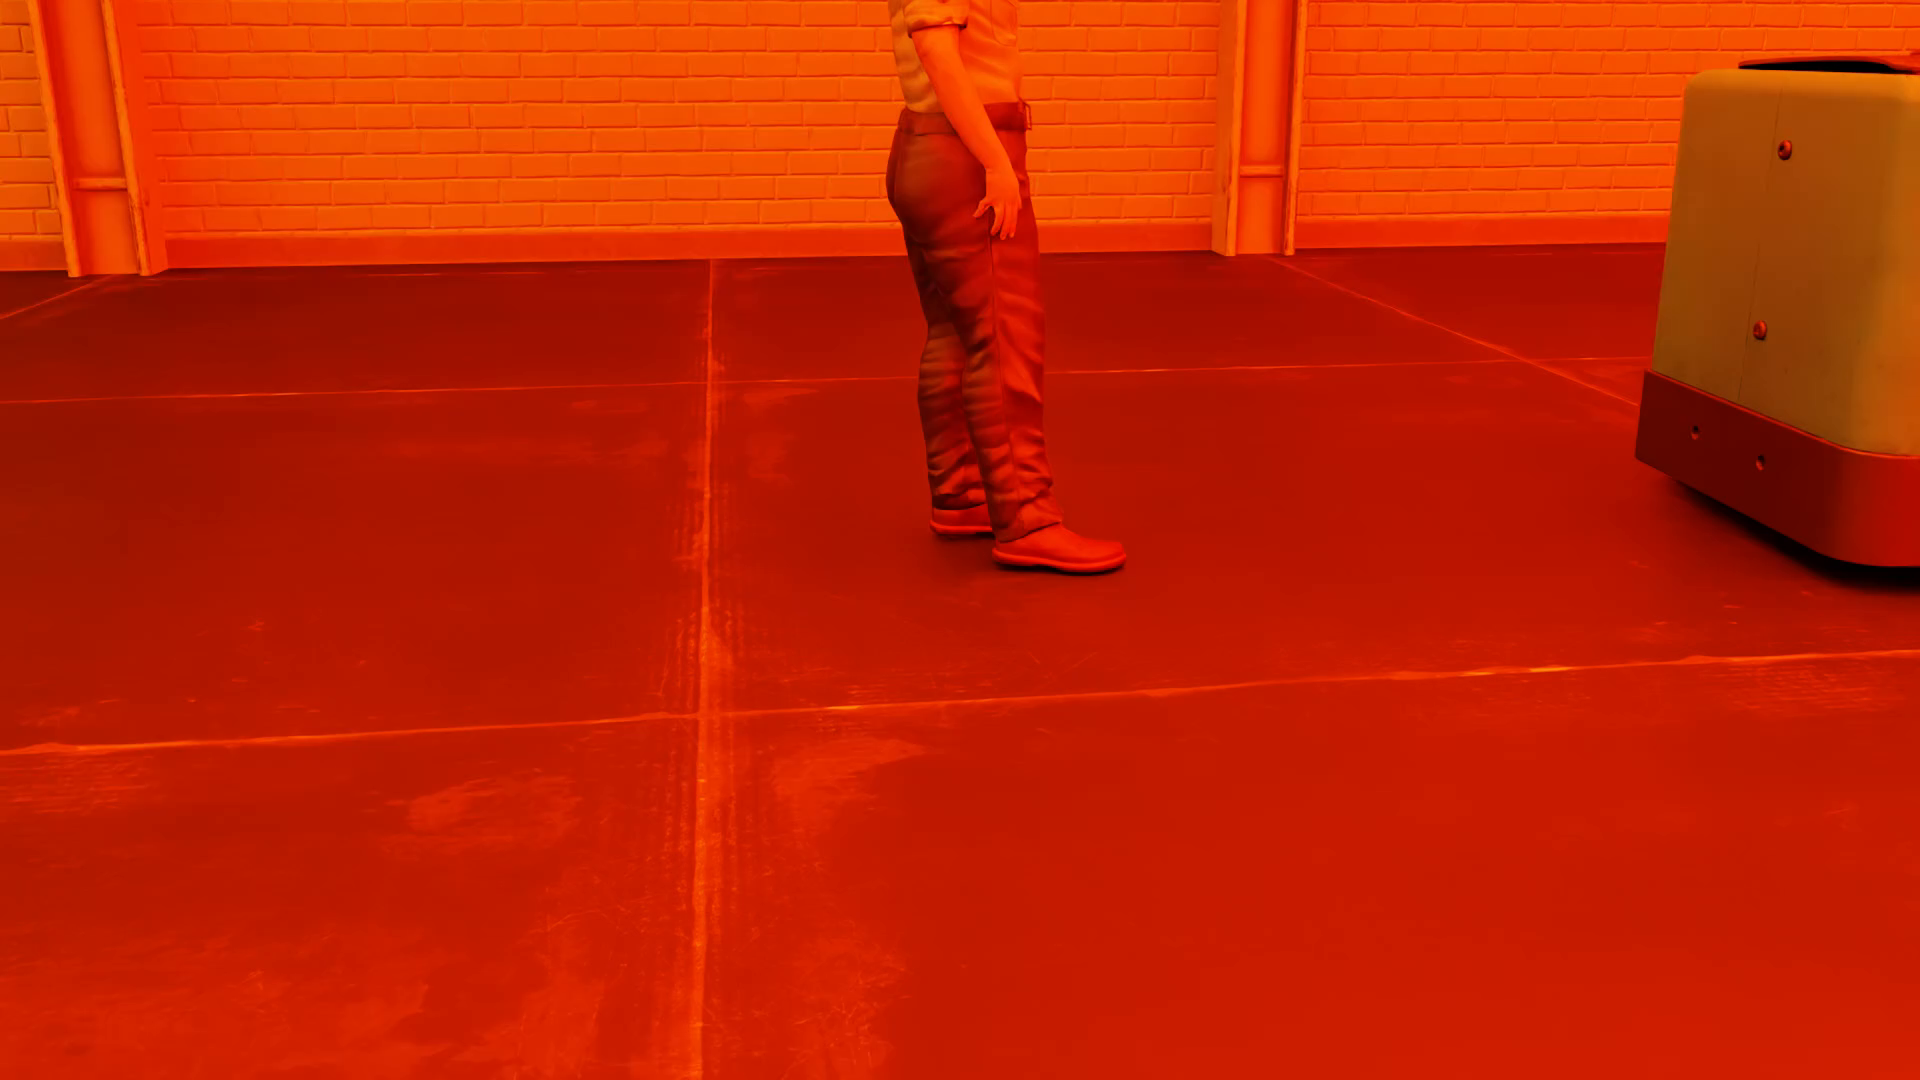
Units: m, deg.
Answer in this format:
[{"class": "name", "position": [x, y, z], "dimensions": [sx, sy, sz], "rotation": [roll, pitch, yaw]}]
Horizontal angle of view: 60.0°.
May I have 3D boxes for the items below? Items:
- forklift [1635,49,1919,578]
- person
[{"class": "forklift", "position": [3.346, -1.459, 3.729], "dimensions": [3.031, 2.935, 1.130], "rotation": [-1, 17, -4]}, {"class": "person", "position": [0.092, -0.793, 3.716], "dimensions": [0.502, 1.651, 0.598], "rotation": [-2, 17, -8]}]
